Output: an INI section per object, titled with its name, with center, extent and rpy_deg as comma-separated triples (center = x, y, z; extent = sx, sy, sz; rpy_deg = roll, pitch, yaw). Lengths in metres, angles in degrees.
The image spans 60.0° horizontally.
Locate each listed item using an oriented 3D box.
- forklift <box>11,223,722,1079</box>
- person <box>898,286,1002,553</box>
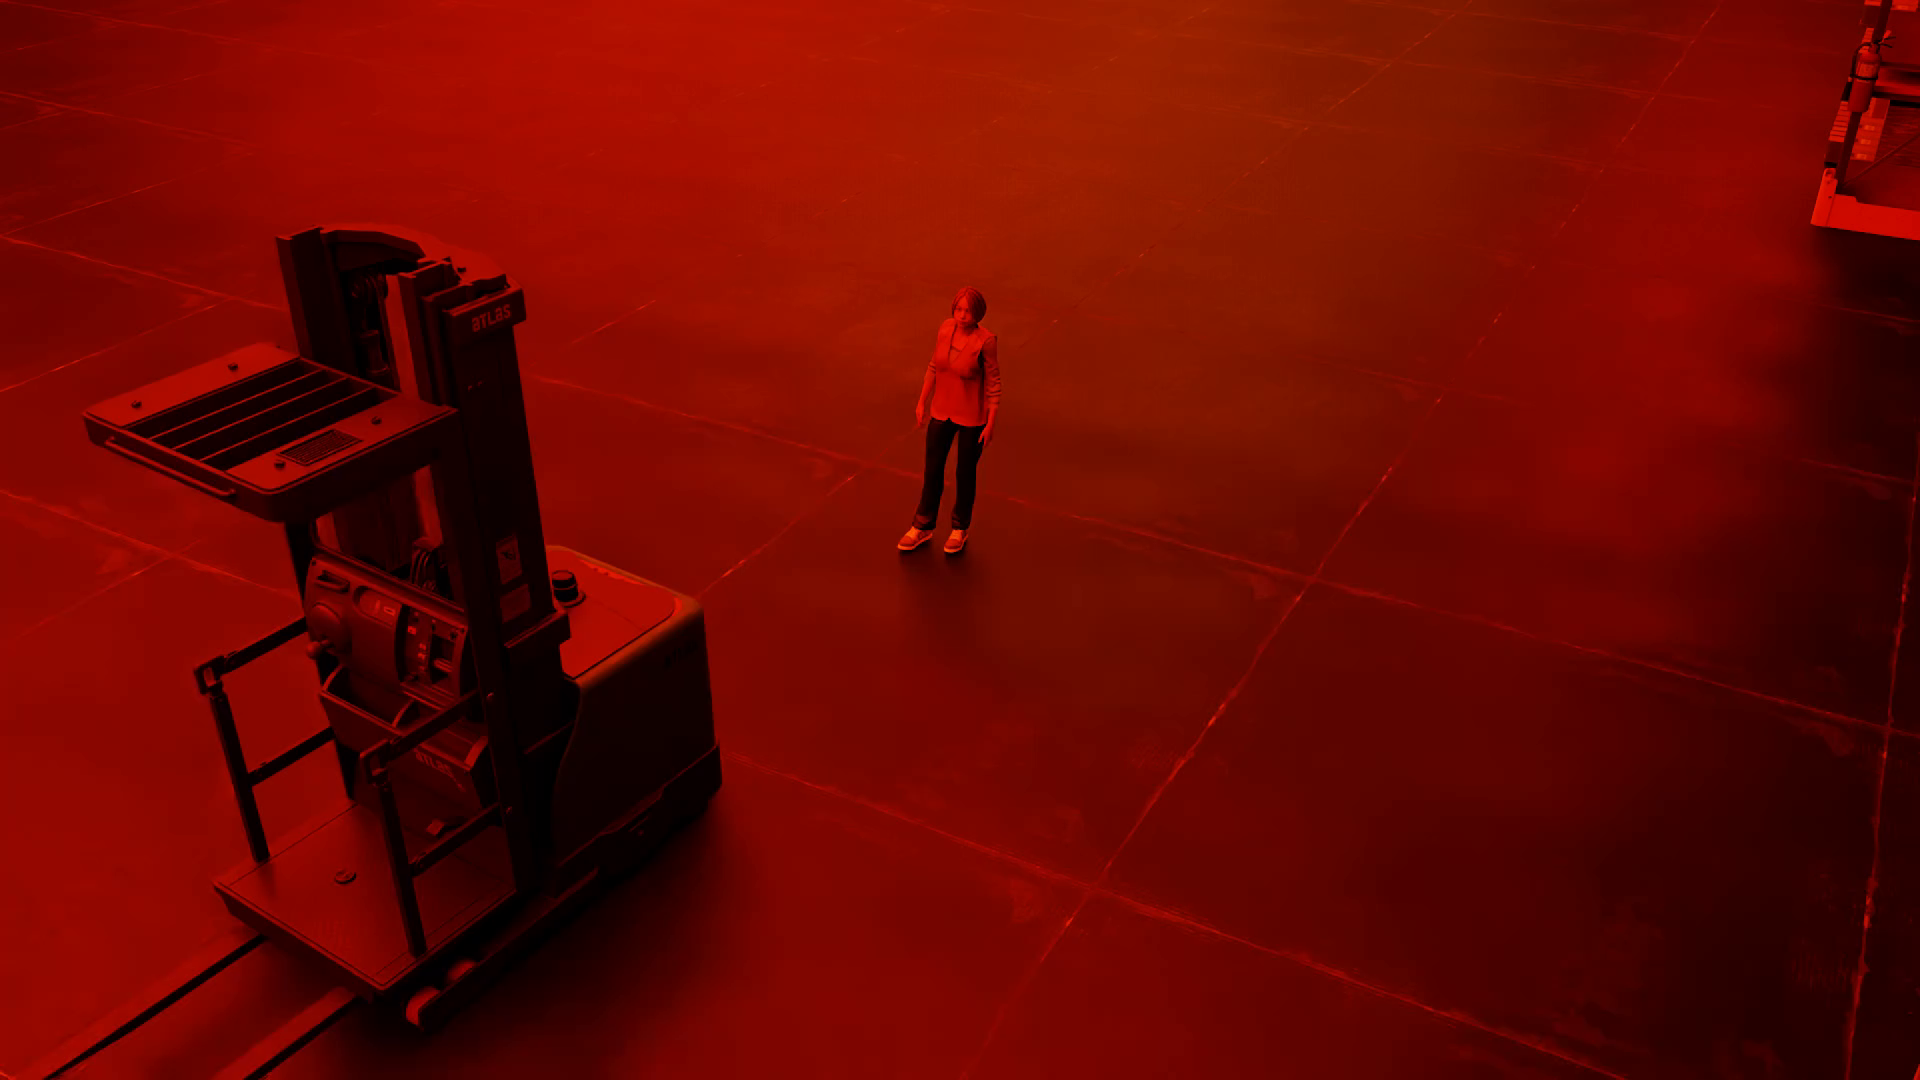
[forklift]
center = -2.371, 0.406, 6.367
extent = 1.130, 2.935, 3.031
rpy_deg = 19, 35, 29
[person]
center = -0.048, -0.669, 9.550
extent = 0.520, 1.597, 0.476
rpy_deg = 15, 33, 25
